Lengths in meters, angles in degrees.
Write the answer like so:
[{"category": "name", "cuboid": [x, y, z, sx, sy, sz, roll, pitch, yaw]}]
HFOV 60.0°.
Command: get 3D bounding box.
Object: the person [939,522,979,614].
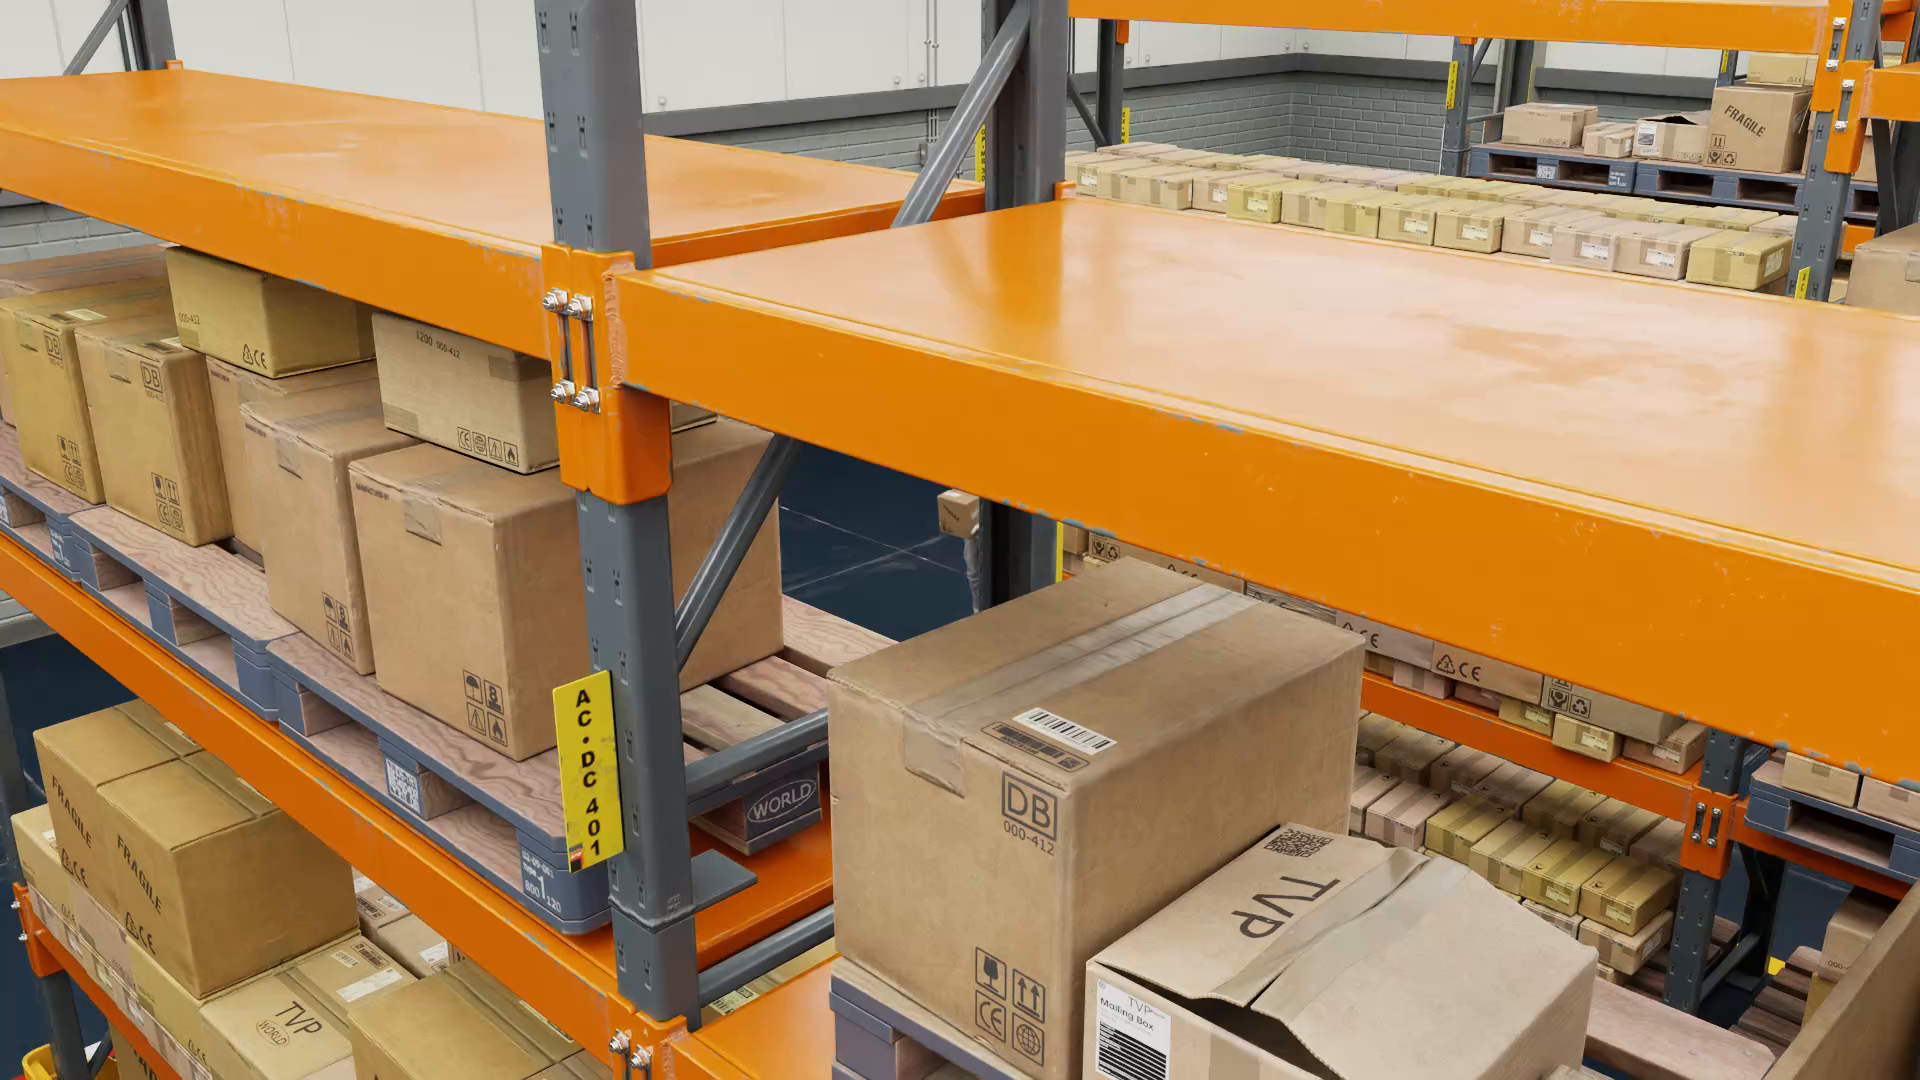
[{"category": "person", "cuboid": [0.172, -0.094, 10.800, 0.489, 1.782, 0.566, 18, 27, 39]}]
